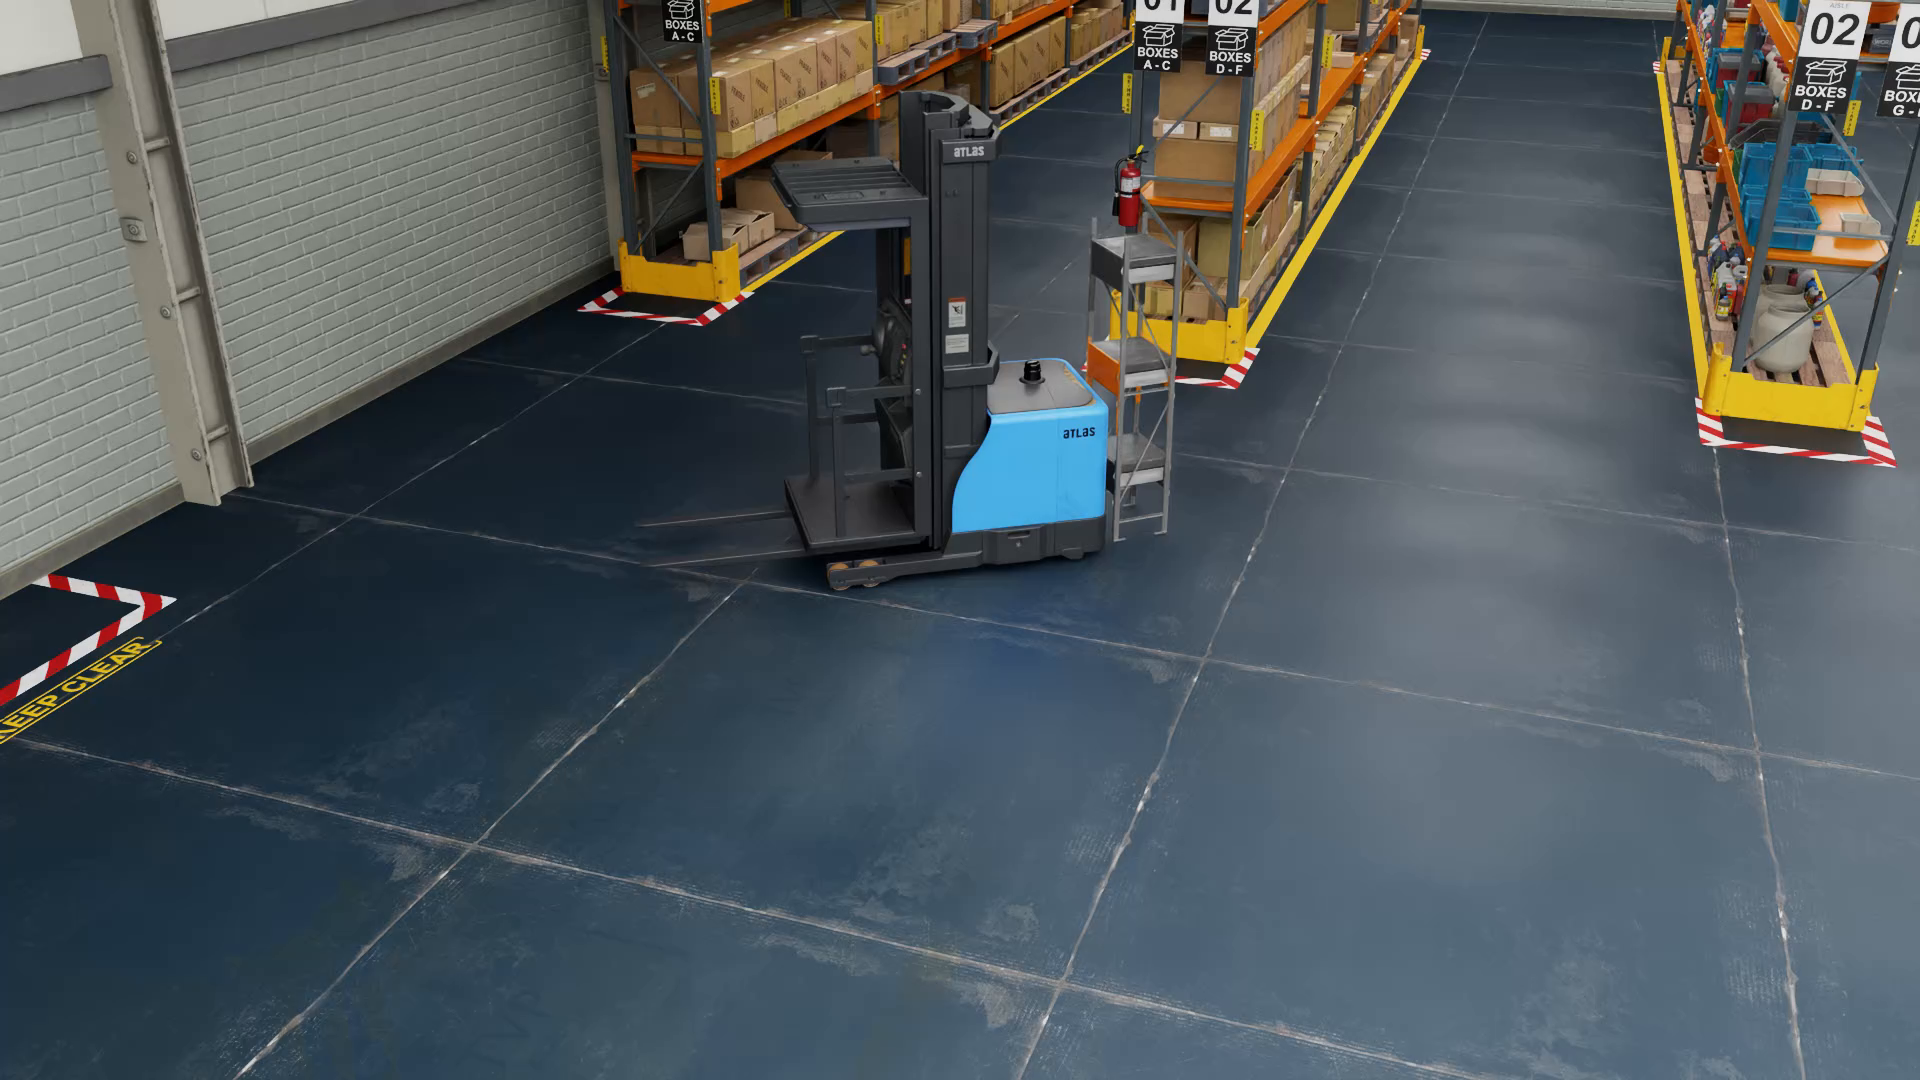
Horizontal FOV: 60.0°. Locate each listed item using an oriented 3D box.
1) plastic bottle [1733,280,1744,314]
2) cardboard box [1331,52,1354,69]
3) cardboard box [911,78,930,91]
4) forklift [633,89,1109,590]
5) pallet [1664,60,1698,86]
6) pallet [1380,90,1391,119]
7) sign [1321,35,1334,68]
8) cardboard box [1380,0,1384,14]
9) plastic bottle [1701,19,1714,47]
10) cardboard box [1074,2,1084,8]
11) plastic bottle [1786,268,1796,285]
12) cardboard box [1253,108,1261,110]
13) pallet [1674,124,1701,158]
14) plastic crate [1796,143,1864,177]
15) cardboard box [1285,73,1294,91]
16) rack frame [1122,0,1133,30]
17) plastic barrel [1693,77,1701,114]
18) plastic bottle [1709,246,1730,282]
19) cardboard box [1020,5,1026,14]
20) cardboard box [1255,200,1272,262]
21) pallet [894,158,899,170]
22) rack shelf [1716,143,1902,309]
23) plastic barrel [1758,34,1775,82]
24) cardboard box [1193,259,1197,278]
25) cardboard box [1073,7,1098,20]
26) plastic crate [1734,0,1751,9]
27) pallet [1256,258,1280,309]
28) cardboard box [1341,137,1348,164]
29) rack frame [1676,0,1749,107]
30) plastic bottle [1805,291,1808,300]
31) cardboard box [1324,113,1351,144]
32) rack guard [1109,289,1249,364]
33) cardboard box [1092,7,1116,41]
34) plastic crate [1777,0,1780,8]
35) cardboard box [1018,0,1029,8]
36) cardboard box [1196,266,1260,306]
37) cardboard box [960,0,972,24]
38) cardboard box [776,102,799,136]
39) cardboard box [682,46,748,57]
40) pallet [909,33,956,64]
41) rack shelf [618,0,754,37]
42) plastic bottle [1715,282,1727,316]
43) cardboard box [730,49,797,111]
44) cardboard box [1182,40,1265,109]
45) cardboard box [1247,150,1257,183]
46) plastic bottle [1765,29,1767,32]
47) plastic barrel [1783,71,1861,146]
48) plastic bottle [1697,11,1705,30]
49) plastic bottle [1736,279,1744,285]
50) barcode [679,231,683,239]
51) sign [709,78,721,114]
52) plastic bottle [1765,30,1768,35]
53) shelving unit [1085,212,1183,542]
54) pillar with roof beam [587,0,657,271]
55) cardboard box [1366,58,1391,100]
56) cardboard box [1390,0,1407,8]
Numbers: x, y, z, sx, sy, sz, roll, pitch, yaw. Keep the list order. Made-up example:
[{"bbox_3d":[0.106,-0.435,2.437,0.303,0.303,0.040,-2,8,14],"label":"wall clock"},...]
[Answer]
[{"bbox_3d":[6.998,-2.187,14.936,0.061,0.283,0.133,9,27,17],"label":"plastic bottle"},{"bbox_3d":[4.543,-5.793,20.061,0.380,0.149,0.250,9,27,17],"label":"cardboard box"},{"bbox_3d":[-0.696,-5.703,21.089,0.500,0.250,0.500,9,27,17],"label":"cardboard box"},{"bbox_3d":[-0.611,-1.253,10.475,3.031,2.935,1.130,-6,27,-13],"label":"forklift"},{"bbox_3d":[11.603,-7.295,26.075,1.003,0.211,1.213,9,27,17],"label":"pallet"},{"bbox_3d":[5.678,-6.365,24.154,1.003,0.211,1.213,9,27,17],"label":"pallet"},{"bbox_3d":[3.775,-5.018,17.087,0.100,0.325,0.005,9,27,17],"label":"sign"},{"bbox_3d":[5.384,-7.459,22.616,0.700,0.500,0.500,2,26,4],"label":"cardboard box"},{"bbox_3d":[9.563,-6.462,21.211,0.144,0.351,0.185,9,27,17],"label":"plastic bottle"},{"bbox_3d":[1.866,-8.933,27.900,0.380,0.149,0.250,9,27,18],"label":"cardboard box"},{"bbox_3d":[7.702,-2.414,15.406,0.061,0.283,0.133,9,27,17],"label":"plastic bottle"},{"bbox_3d":[2.423,-3.707,14.604,0.380,0.149,0.250,9,27,18],"label":"cardboard box"},{"bbox_3d":[9.883,-5.171,21.687,1.003,0.211,1.213,9,27,17],"label":"pallet"},{"bbox_3d":[7.809,-3.391,14.983,0.499,0.251,0.616,9,27,17],"label":"plastic crate"},{"bbox_3d":[3.022,-4.448,16.136,0.380,0.149,0.250,9,27,17],"label":"cardboard box"},{"bbox_3d":[2.572,-10.320,29.123,1.000,3.000,0.127,9,27,17],"label":"rack frame"},{"bbox_3d":[10.386,-6.263,22.670,0.600,0.901,0.708,9,27,17],"label":"plastic barrel"},{"bbox_3d":[7.198,-2.609,15.731,0.144,0.351,0.185,8,27,15],"label":"plastic bottle"},{"bbox_3d":[0.738,-7.662,23.899,0.380,0.149,0.250,9,27,18],"label":"cardboard box"},{"bbox_3d":[2.627,-2.919,15.649,0.500,0.500,0.500,9,27,17],"label":"cardboard box"},{"bbox_3d":[-1.164,-4.454,20.207,1.003,0.211,1.213,9,27,17],"label":"pallet"},{"bbox_3d":[7.255,-2.807,14.430,1.077,0.370,4.000,9,27,17],"label":"rack shelf"},{"bbox_3d":[9.383,-5.423,18.852,0.600,0.536,0.708,9,27,17],"label":"plastic barrel"},{"bbox_3d":[1.975,-2.450,15.542,0.500,0.250,0.500,9,27,17],"label":"cardboard box"},{"bbox_3d":[2.046,-8.654,27.323,0.380,0.149,0.250,8,27,16],"label":"cardboard box"},{"bbox_3d":[11.117,-7.626,23.417,0.402,0.464,0.583,9,27,17],"label":"plastic crate"},{"bbox_3d":[2.543,-2.593,16.364,1.003,0.211,1.213,9,27,17],"label":"pallet"},{"bbox_3d":[4.469,-4.803,20.402,0.500,0.250,0.500,8,27,17],"label":"cardboard box"},{"bbox_3d":[10.583,-7.240,22.761,1.000,3.000,0.127,9,27,17],"label":"rack frame"},{"bbox_3d":[7.667,-2.170,14.995,0.097,0.201,0.097,0,26,0],"label":"plastic bottle"},{"bbox_3d":[4.473,-5.054,20.277,0.500,0.311,0.500,8,27,17],"label":"cardboard box"},{"bbox_3d":[1.912,-1.893,14.587,1.175,0.500,0.348,9,27,17],"label":"rack guard"},{"bbox_3d":[2.267,-8.877,28.528,0.700,0.500,0.500,9,27,17],"label":"cardboard box"},{"bbox_3d":[7.139,-4.598,14.106,0.336,0.188,0.450,9,27,17],"label":"plastic crate"},{"bbox_3d":[0.662,-7.801,23.440,0.500,0.500,0.500,9,27,17],"label":"cardboard box"},{"bbox_3d":[2.471,-2.374,15.384,0.500,0.250,0.500,9,27,17],"label":"cardboard box"},{"bbox_3d":[-0.237,-7.081,21.814,0.700,0.500,0.500,6,26,11],"label":"cardboard box"},{"bbox_3d":[-1.956,-4.265,16.766,0.500,0.250,0.500,8,27,17],"label":"cardboard box"},{"bbox_3d":[-2.451,-4.667,16.736,0.500,0.500,0.500,8,27,16],"label":"cardboard box"},{"bbox_3d":[-0.711,-6.127,20.683,1.003,0.211,1.213,9,27,17],"label":"pallet"},{"bbox_3d":[-2.087,-5.593,16.744,1.077,0.370,4.000,9,27,17],"label":"rack shelf"},{"bbox_3d":[6.809,-2.153,14.867,0.061,0.283,0.133,9,27,19],"label":"plastic bottle"},{"bbox_3d":[-1.959,-4.590,16.576,0.500,0.500,0.500,8,27,16],"label":"cardboard box"},{"bbox_3d":[2.275,-4.086,14.643,0.700,0.500,0.500,8,27,16],"label":"cardboard box"},{"bbox_3d":[2.258,-3.480,14.880,0.700,0.500,0.500,9,27,19],"label":"cardboard box"},{"bbox_3d":[10.231,-6.368,21.107,0.097,0.271,0.097,0,26,0],"label":"plastic bottle"},{"bbox_3d":[8.335,-4.293,16.099,0.600,0.901,0.708,9,27,17],"label":"plastic barrel"},{"bbox_3d":[9.961,-6.948,22.306,0.097,0.271,0.097,0,26,0],"label":"plastic bottle"},{"bbox_3d":[7.123,-2.291,15.246,0.097,0.201,0.097,0,26,0],"label":"plastic bottle"},{"bbox_3d":[-2.809,-3.074,16.727,0.001,0.075,0.075,9,27,17],"label":"barcode"},{"bbox_3d":[-2.241,-4.056,15.192,0.100,0.325,0.005,9,27,17],"label":"sign"},{"bbox_3d":[10.219,-6.340,20.959,0.144,0.351,0.185,9,27,17],"label":"plastic bottle"},{"bbox_3d":[1.128,-1.063,11.033,0.431,2.100,0.503,-10,28,-19],"label":"shelving unit"},{"bbox_3d":[0.724,-6.234,13.800,9.100,9.000,0.400,9,27,17],"label":"pillar with roof beam"},{"bbox_3d":[5.847,-6.586,23.775,0.500,0.500,0.500,9,27,18],"label":"cardboard box"},{"bbox_3d":[6.340,-8.175,24.577,0.500,0.500,0.500,9,27,19],"label":"cardboard box"}]
